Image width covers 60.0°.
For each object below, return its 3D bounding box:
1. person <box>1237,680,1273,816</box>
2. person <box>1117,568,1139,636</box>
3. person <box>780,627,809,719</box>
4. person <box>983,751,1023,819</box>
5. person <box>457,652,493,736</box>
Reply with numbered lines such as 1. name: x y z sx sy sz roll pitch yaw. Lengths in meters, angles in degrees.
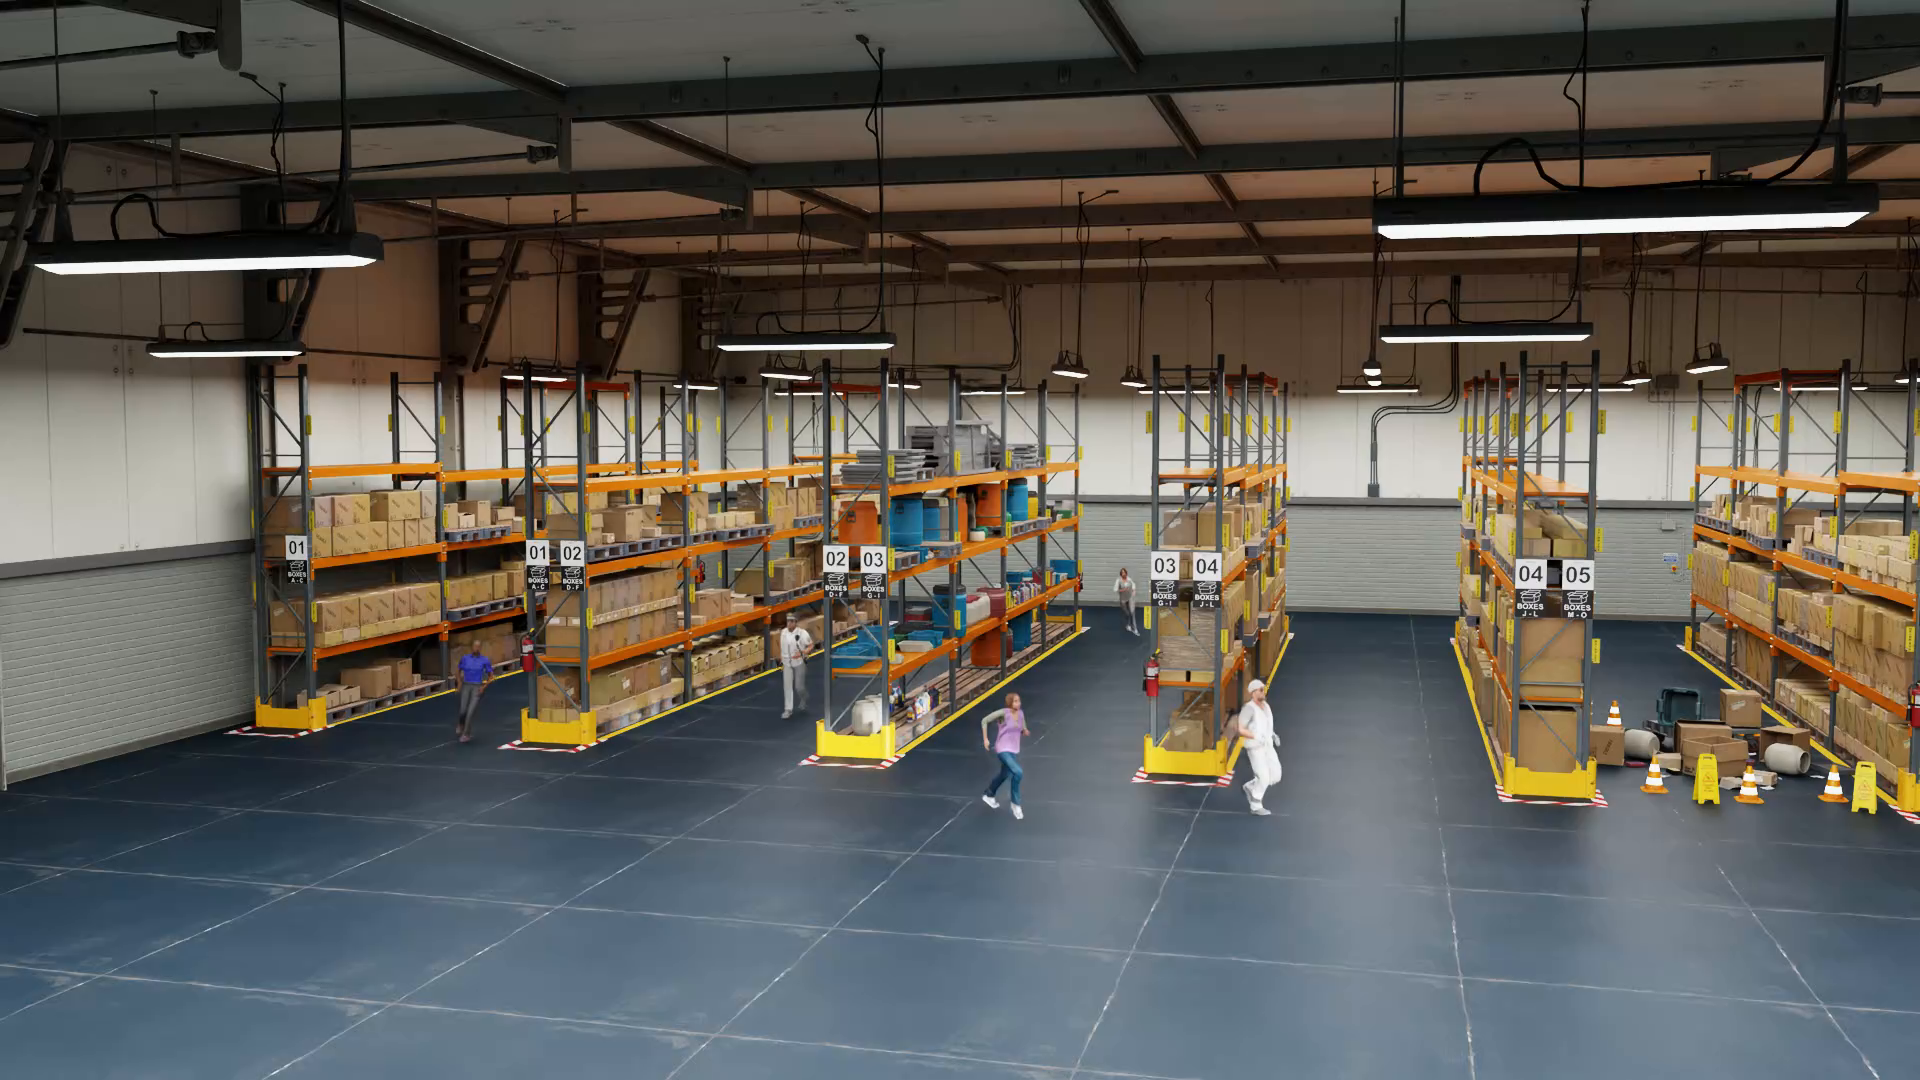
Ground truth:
1. person: 3.803 2.658 21.379 0.652 1.737 0.500 -4 5 -43
2. person: 3.970 1.462 39.878 0.555 1.581 0.829 0 4 -4
3. person: -2.839 2.254 28.559 0.426 1.518 0.912 1 4 14
4. person: 0.568 3.054 21.372 0.329 0.979 0.733 -4 5 -43
5. person: -7.725 2.448 26.446 0.584 1.346 0.431 -1 4 -9
